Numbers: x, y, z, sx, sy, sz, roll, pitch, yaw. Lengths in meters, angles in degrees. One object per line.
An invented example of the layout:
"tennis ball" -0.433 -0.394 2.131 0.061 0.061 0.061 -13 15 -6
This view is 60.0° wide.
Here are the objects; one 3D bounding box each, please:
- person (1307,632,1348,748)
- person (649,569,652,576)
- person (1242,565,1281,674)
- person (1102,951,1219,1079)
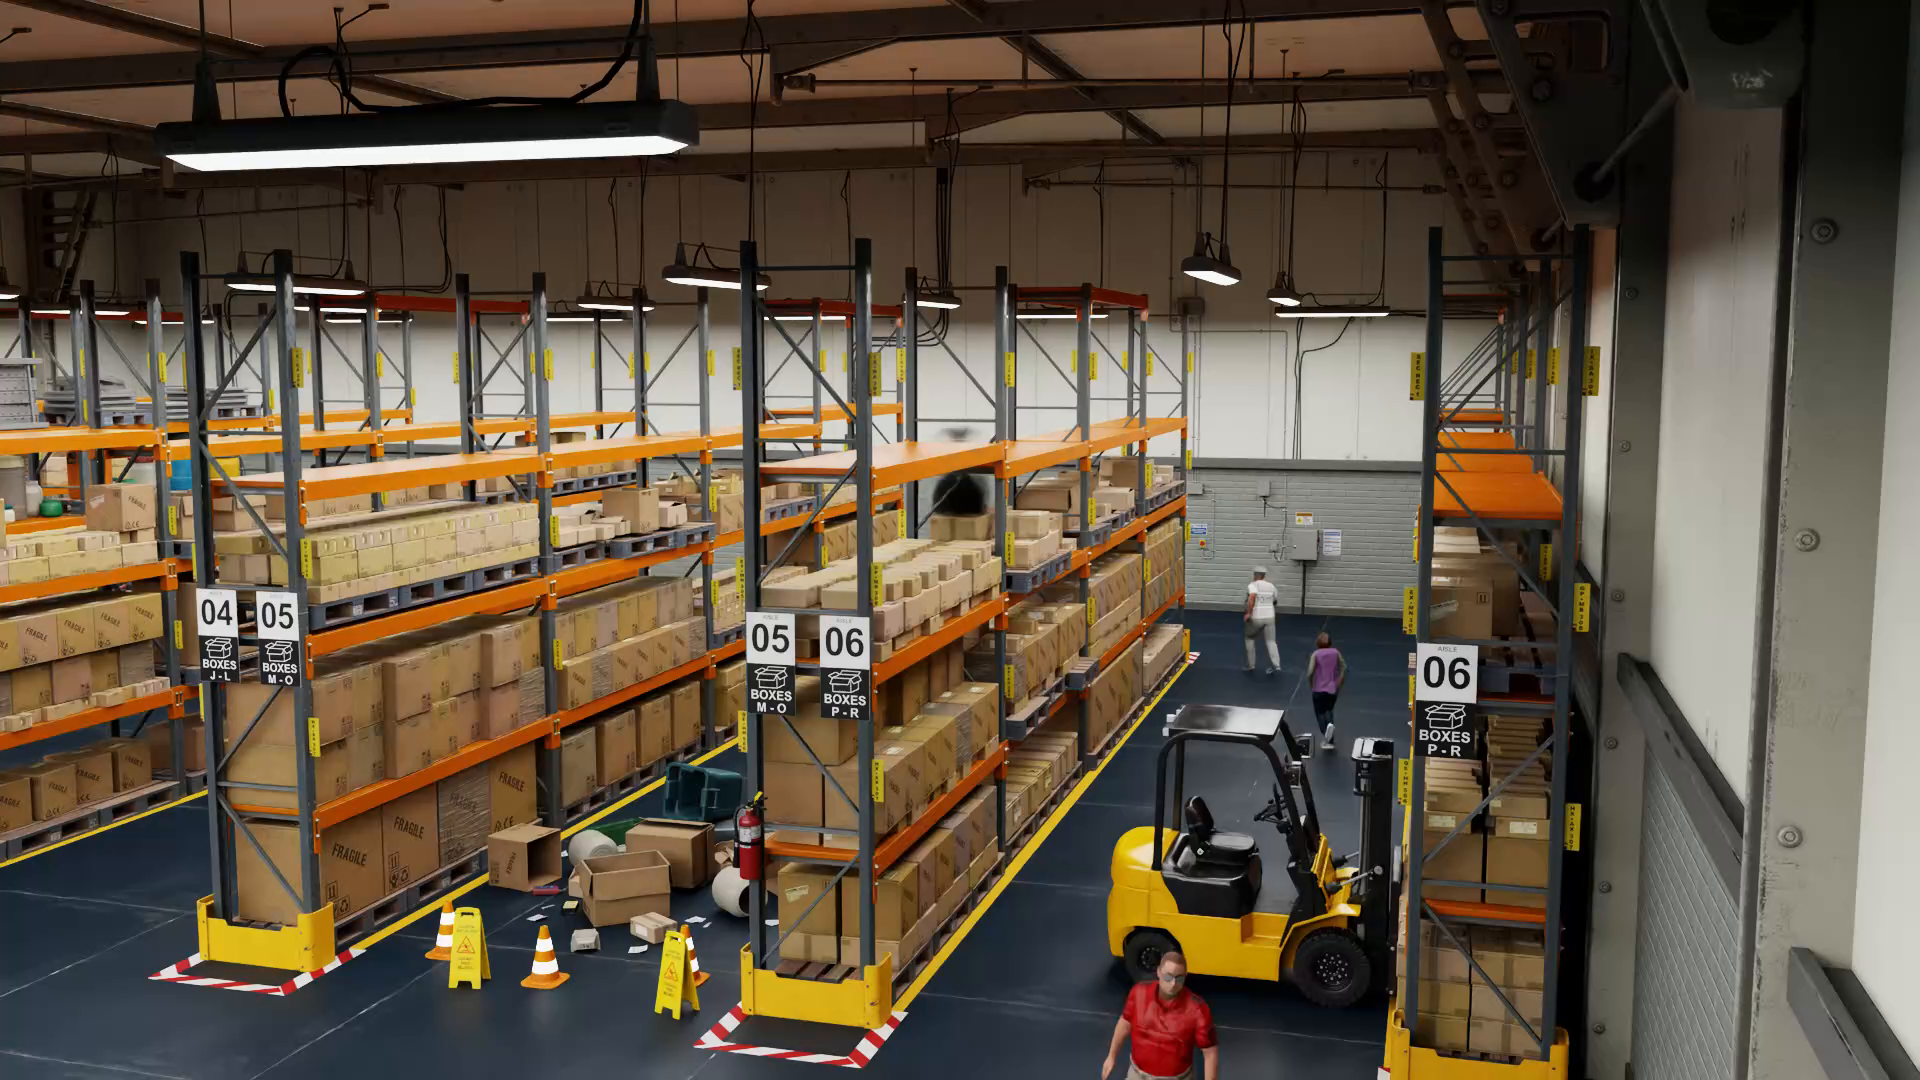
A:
"person" 4.812 1.980 21.790 0.548 1.531 0.512 0 6 -2
"person" -5.074 1.299 27.126 0.569 1.712 0.854 2 7 15
"person" 4.865 1.305 26.792 0.672 1.740 1.011 -2 7 -14
"person" 1.220 3.219 10.030 0.744 1.668 0.711 2 7 20
